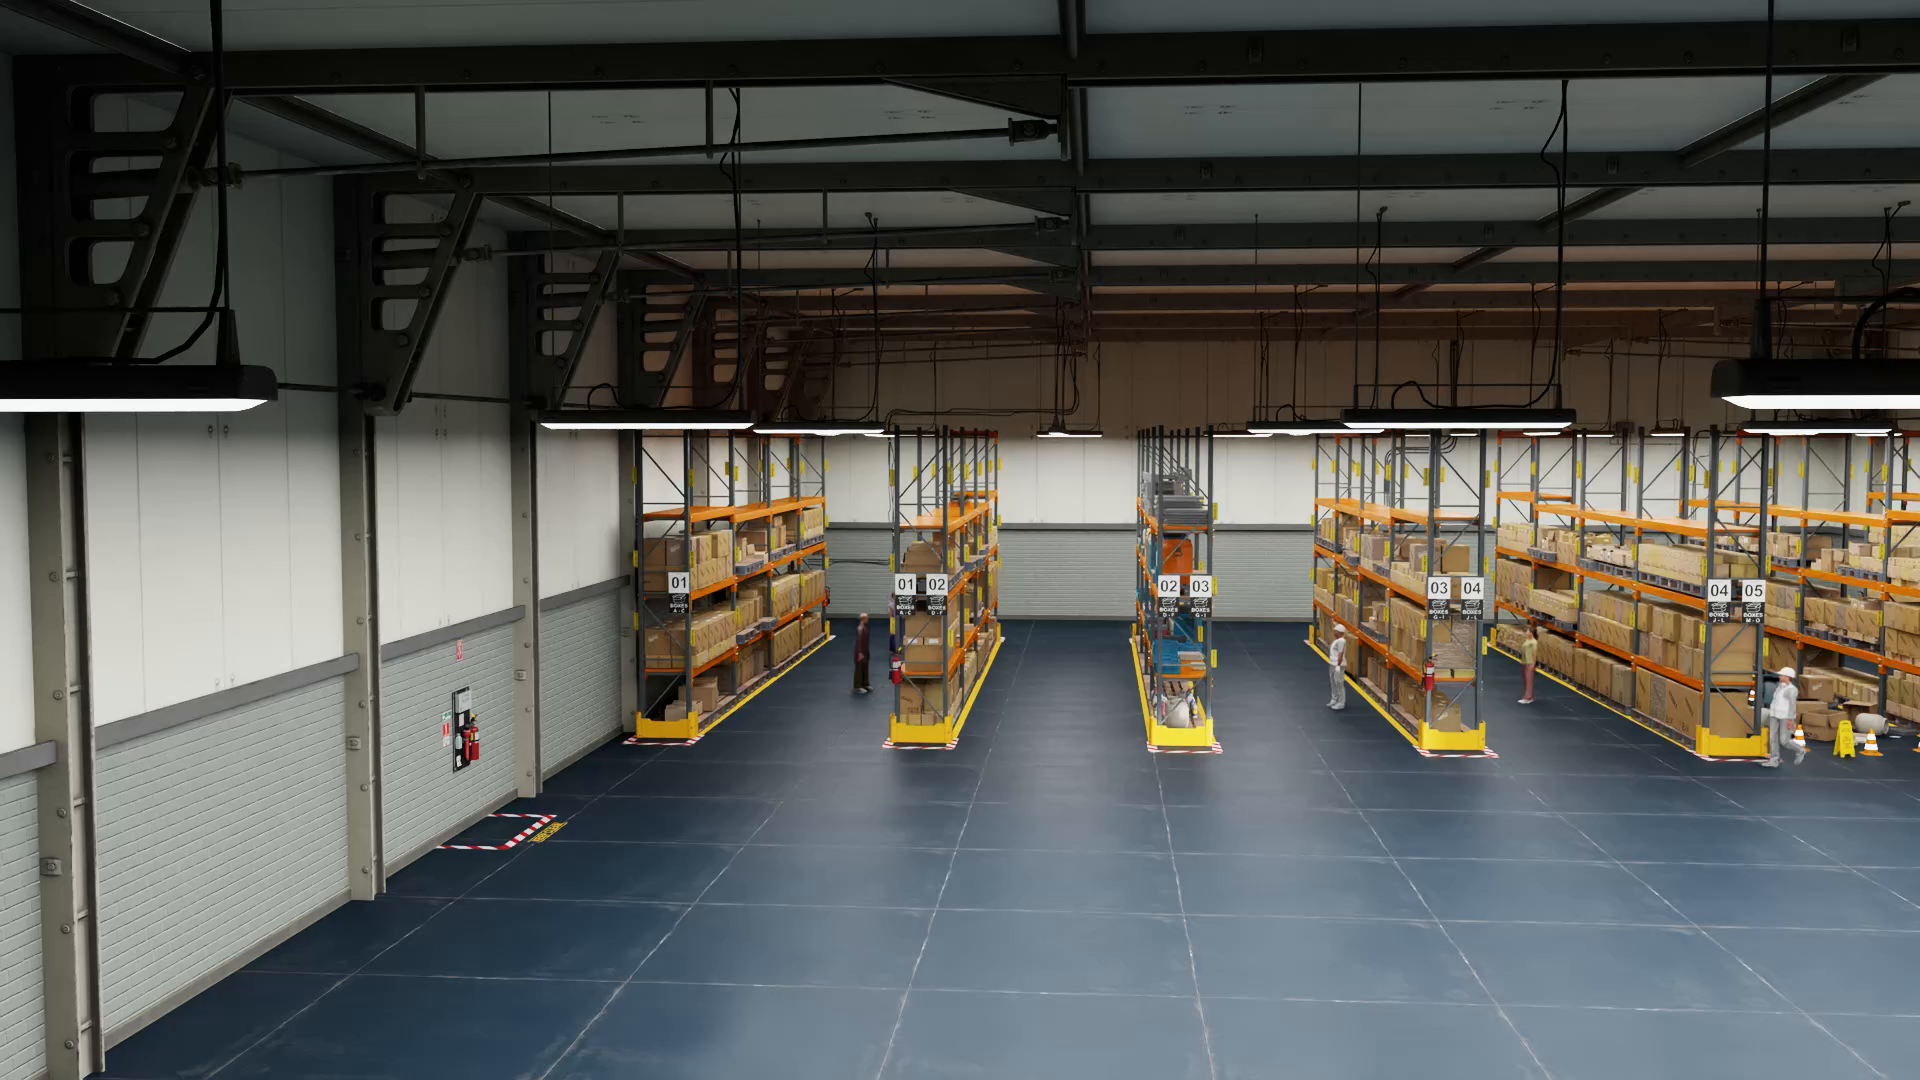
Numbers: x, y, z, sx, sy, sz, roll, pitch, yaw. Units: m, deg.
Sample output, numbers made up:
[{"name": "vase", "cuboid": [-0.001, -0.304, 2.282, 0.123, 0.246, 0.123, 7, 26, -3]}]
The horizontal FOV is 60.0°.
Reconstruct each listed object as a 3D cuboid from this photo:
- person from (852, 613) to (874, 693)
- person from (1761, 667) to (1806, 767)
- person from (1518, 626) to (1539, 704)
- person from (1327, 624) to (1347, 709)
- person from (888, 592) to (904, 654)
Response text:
[{"name": "person", "cuboid": [-2.195, 2.560, 37.790, 0.477, 1.799, 0.614, 0, 3, 8]}, {"name": "person", "cuboid": [14.399, 3.094, 28.985, 0.678, 1.763, 0.530, -1, 4, -19]}, {"name": "person", "cuboid": [12.338, 2.717, 36.225, 0.551, 1.662, 0.442, -1, 4, -20]}, {"name": "person", "cuboid": [8.059, 2.686, 35.488, 0.413, 1.790, 0.604, -1, 3, -9]}, {"name": "person", "cuboid": [-1.691, 2.220, 44.717, 0.493, 1.669, 0.506, 1, 4, 20]}]
